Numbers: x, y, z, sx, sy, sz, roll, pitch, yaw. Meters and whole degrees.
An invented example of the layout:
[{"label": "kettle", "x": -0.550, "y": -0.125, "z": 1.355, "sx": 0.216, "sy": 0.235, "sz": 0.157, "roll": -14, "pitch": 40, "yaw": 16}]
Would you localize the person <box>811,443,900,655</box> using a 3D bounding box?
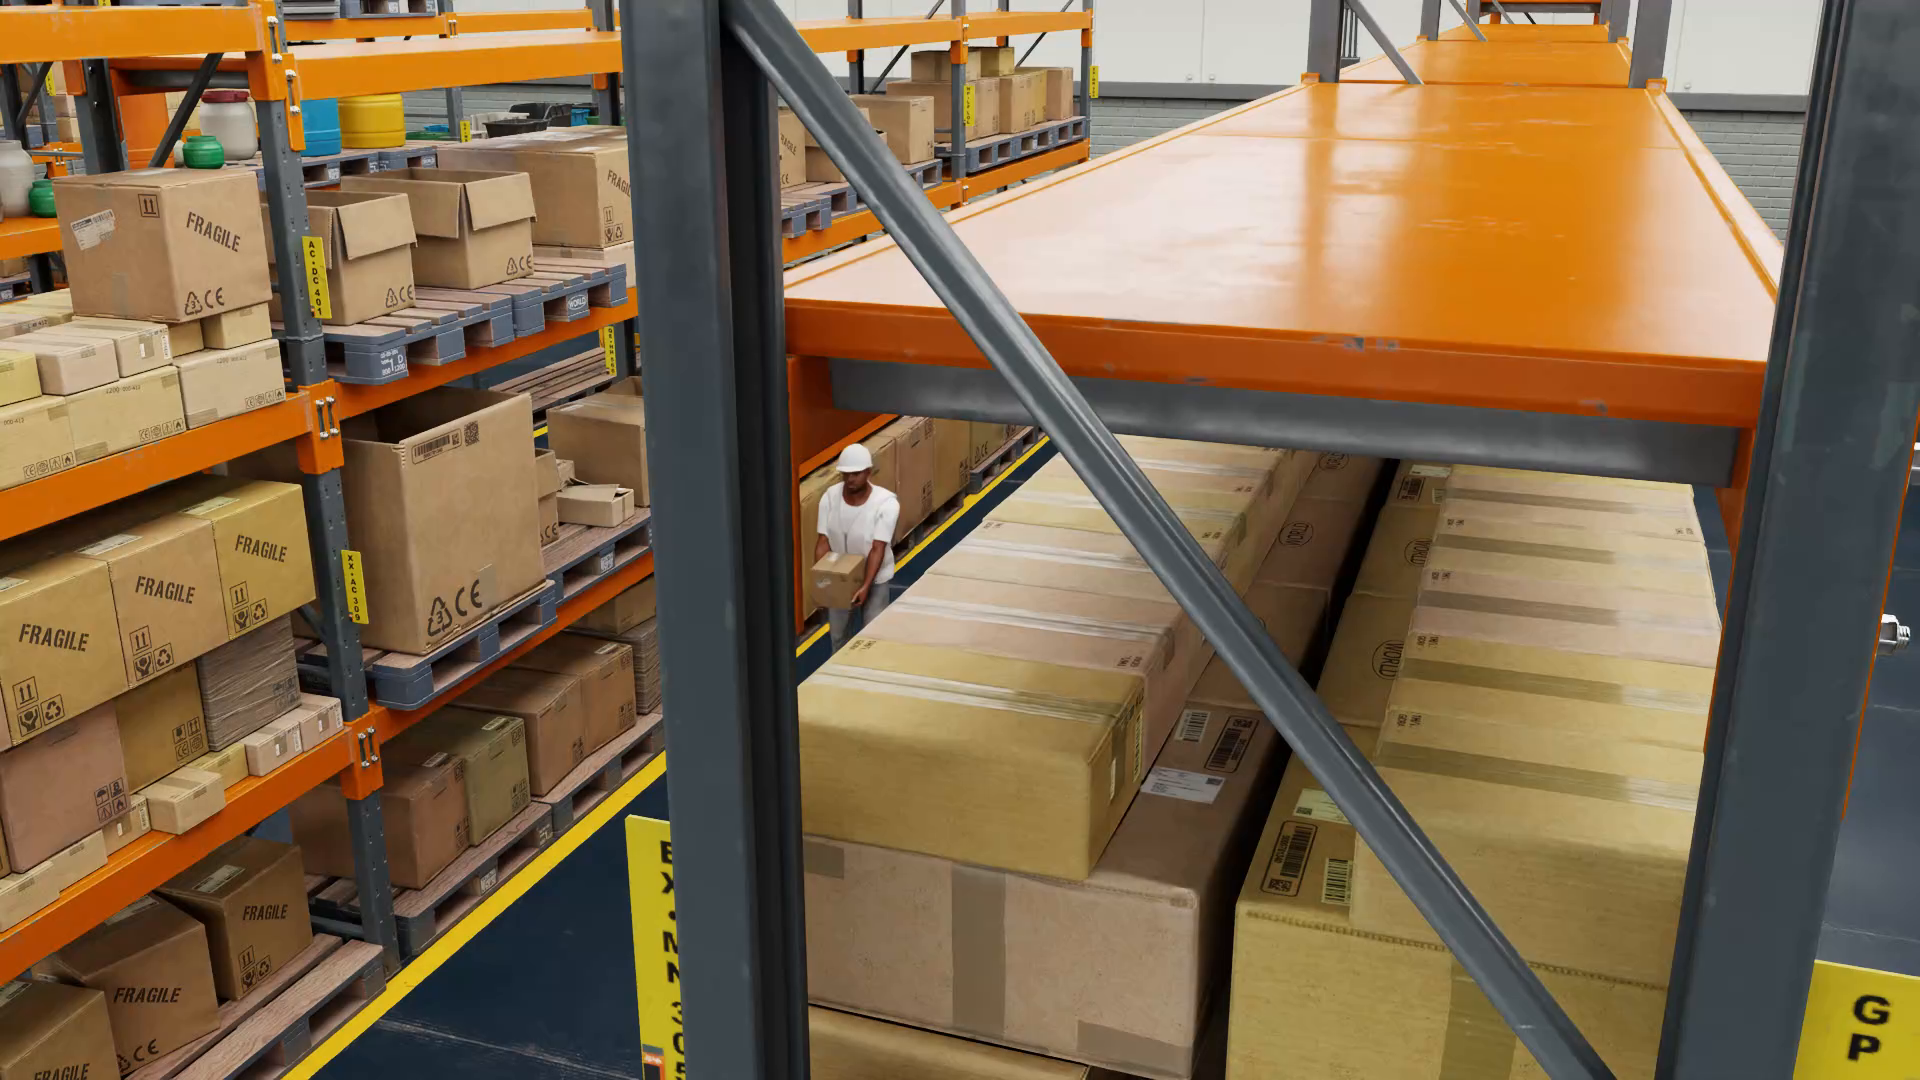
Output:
[{"label": "person", "x": -0.649, "y": 0.274, "z": 10.217, "sx": 0.504, "sy": 1.758, "sz": 0.581, "roll": 7, "pitch": 20, "yaw": 20}]
